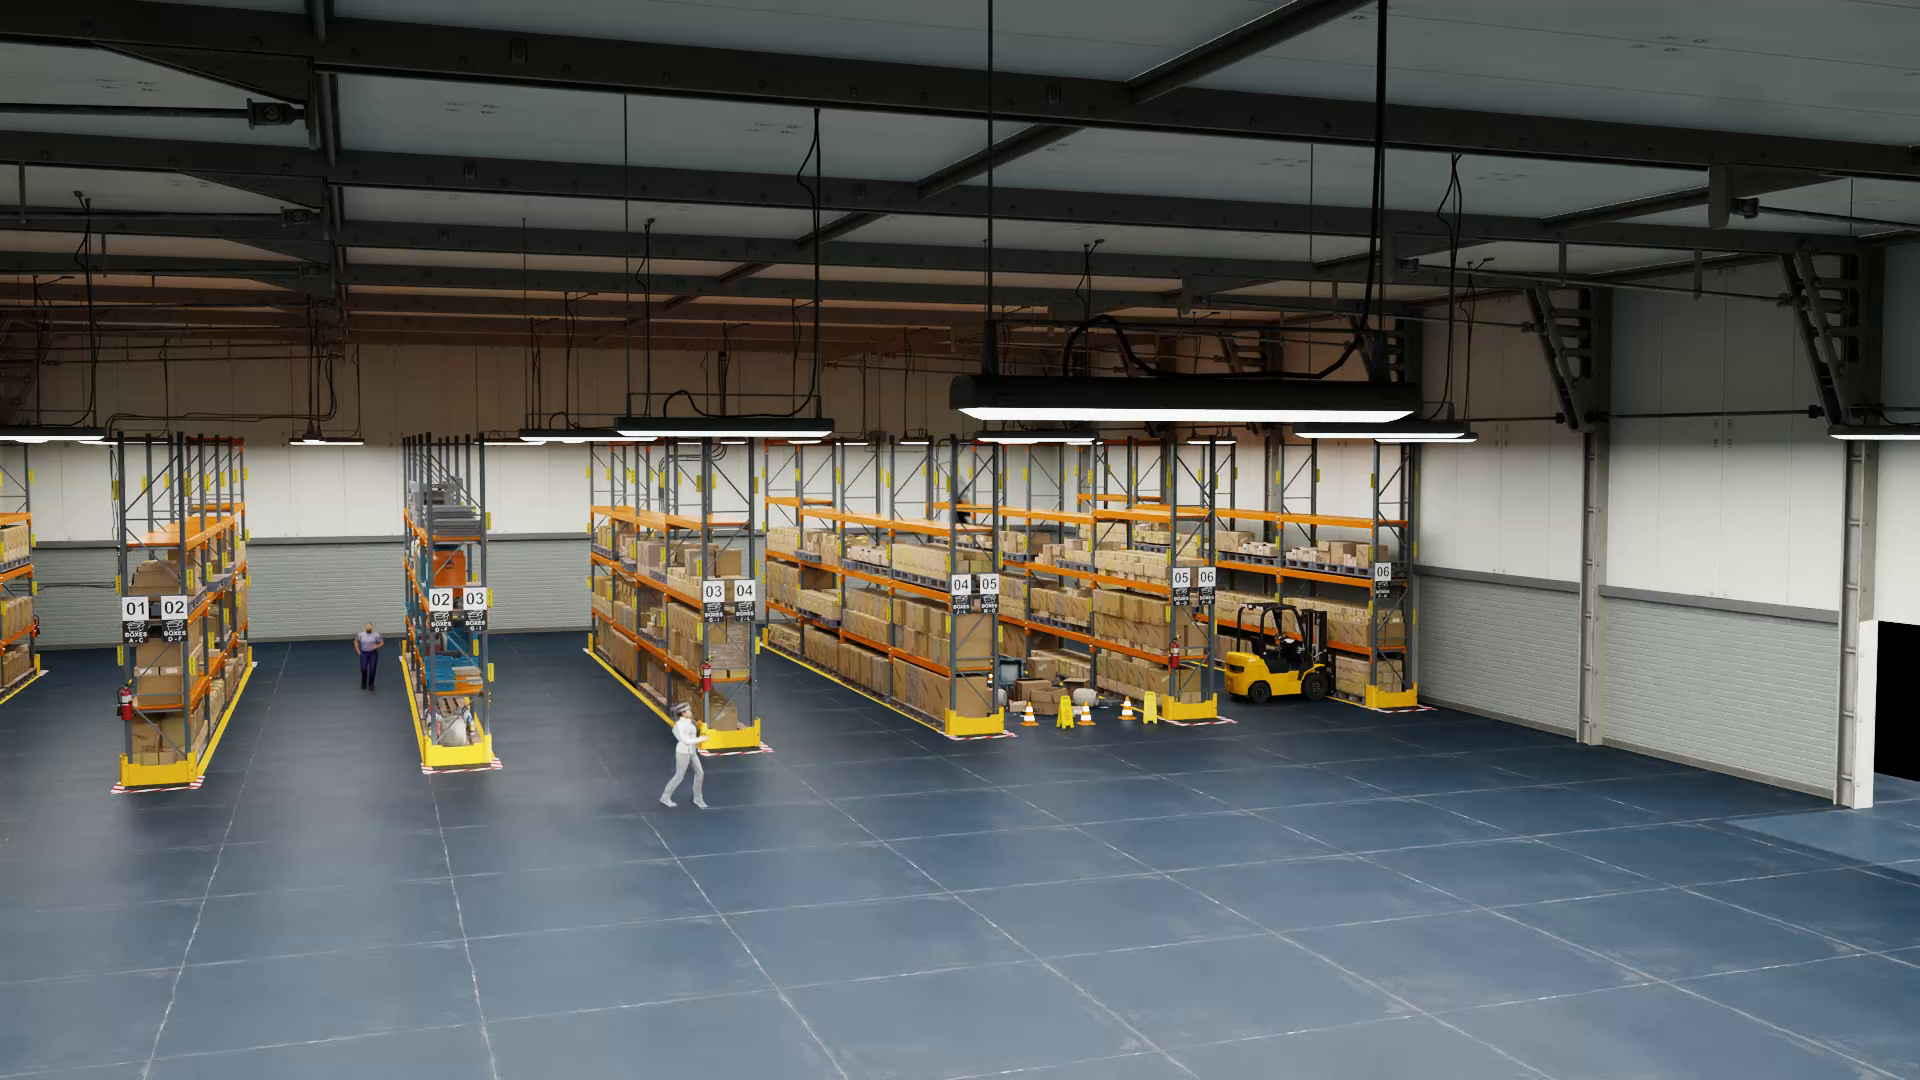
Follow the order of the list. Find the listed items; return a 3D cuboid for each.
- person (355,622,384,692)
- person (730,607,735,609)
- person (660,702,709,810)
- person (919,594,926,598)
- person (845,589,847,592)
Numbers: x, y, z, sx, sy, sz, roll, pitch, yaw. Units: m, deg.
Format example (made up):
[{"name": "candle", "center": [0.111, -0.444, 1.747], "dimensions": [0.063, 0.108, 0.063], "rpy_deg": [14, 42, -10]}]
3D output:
[{"name": "person", "center": [-13.880, 2.744, 39.084], "dimensions": [0.663, 1.642, 0.593], "rpy_deg": [-1, 3, -17]}, {"name": "person", "center": [-6.589, 2.294, 46.985], "dimensions": [0.648, 1.687, 0.829], "rpy_deg": [0, 3, -5]}, {"name": "person", "center": [-4.354, 3.411, 26.257], "dimensions": [0.772, 1.747, 0.583], "rpy_deg": [0, 3, 6]}, {"name": "person", "center": [-1.060, 2.068, 51.384], "dimensions": [0.795, 1.693, 0.616], "rpy_deg": [0, 3, -5]}, {"name": "person", "center": [-3.332, 2.242, 48.124], "dimensions": [0.607, 1.663, 0.820], "rpy_deg": [-1, 3, -24]}]
